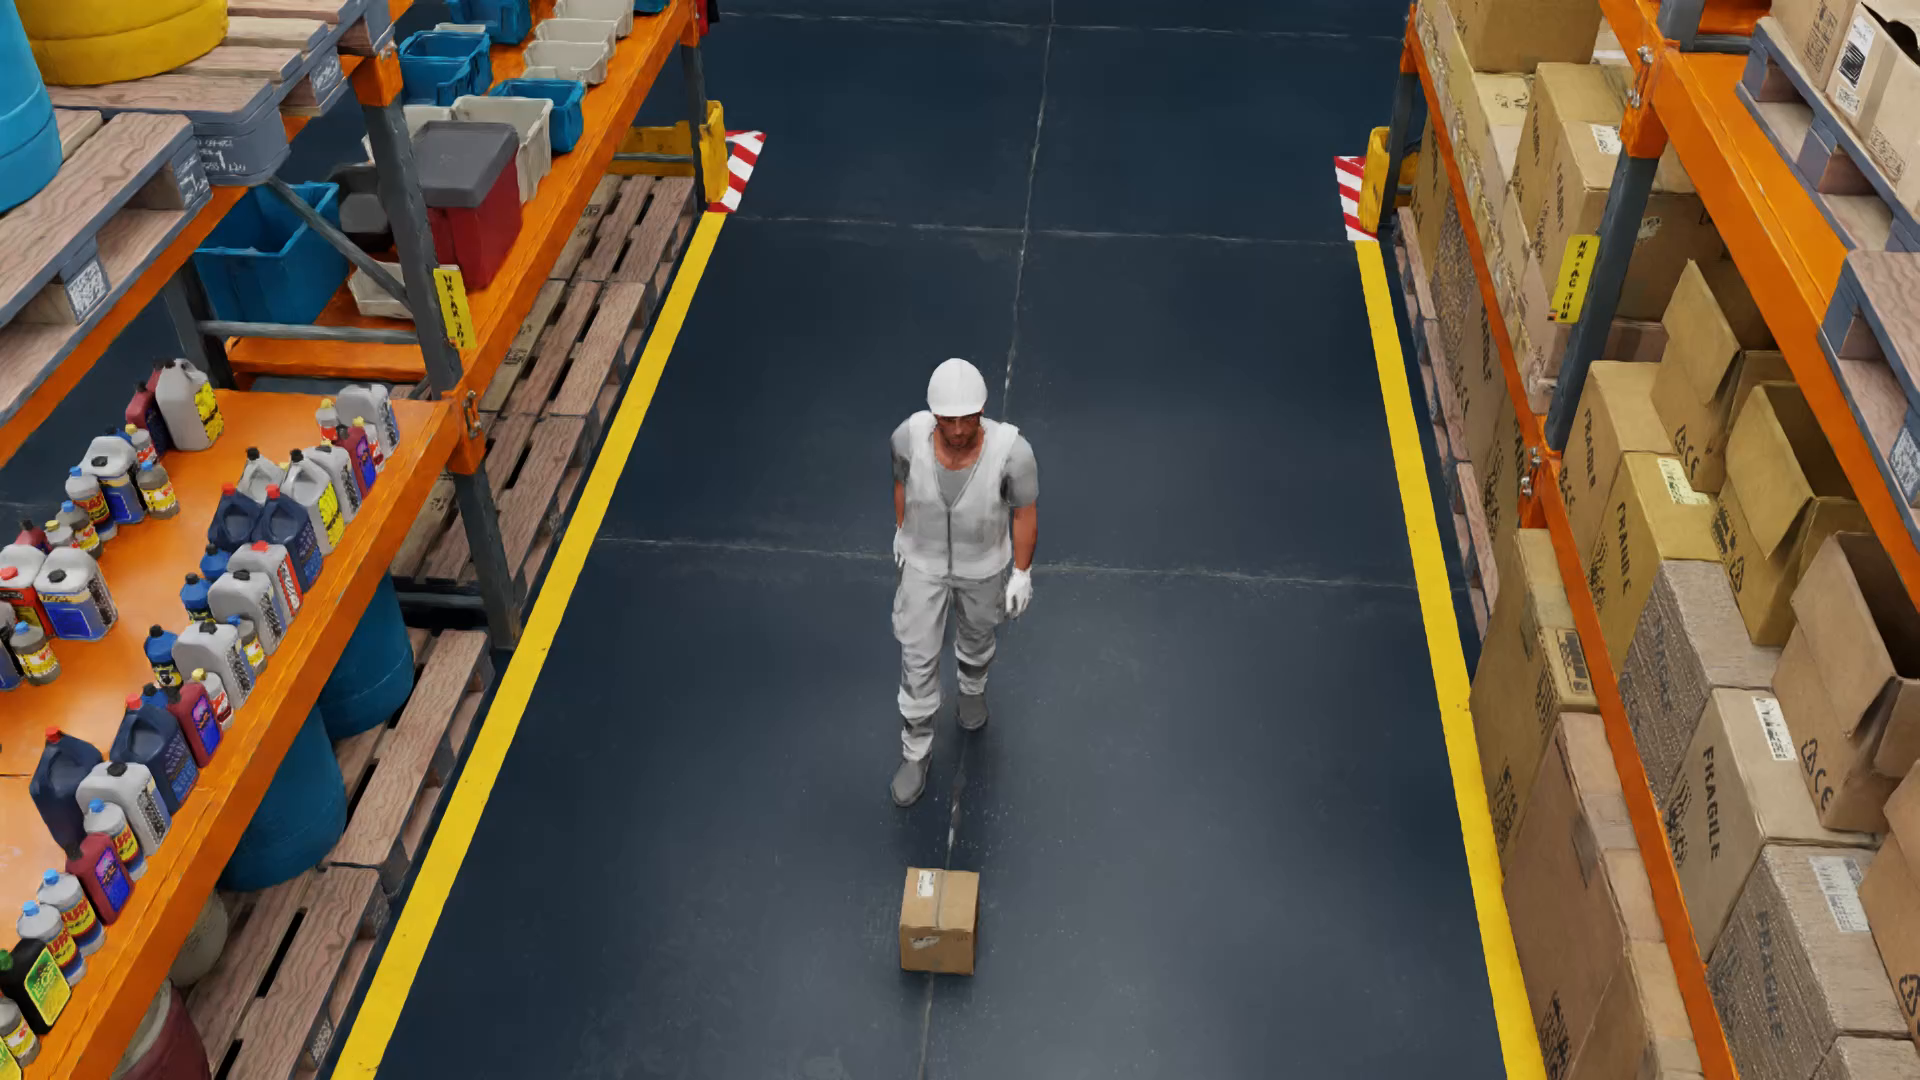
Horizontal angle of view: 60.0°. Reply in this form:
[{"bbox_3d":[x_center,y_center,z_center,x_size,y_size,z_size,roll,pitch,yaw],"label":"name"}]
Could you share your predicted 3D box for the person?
[{"bbox_3d":[0.007,0.116,5.980,0.535,1.777,0.700,2,40,3],"label":"person"}]
